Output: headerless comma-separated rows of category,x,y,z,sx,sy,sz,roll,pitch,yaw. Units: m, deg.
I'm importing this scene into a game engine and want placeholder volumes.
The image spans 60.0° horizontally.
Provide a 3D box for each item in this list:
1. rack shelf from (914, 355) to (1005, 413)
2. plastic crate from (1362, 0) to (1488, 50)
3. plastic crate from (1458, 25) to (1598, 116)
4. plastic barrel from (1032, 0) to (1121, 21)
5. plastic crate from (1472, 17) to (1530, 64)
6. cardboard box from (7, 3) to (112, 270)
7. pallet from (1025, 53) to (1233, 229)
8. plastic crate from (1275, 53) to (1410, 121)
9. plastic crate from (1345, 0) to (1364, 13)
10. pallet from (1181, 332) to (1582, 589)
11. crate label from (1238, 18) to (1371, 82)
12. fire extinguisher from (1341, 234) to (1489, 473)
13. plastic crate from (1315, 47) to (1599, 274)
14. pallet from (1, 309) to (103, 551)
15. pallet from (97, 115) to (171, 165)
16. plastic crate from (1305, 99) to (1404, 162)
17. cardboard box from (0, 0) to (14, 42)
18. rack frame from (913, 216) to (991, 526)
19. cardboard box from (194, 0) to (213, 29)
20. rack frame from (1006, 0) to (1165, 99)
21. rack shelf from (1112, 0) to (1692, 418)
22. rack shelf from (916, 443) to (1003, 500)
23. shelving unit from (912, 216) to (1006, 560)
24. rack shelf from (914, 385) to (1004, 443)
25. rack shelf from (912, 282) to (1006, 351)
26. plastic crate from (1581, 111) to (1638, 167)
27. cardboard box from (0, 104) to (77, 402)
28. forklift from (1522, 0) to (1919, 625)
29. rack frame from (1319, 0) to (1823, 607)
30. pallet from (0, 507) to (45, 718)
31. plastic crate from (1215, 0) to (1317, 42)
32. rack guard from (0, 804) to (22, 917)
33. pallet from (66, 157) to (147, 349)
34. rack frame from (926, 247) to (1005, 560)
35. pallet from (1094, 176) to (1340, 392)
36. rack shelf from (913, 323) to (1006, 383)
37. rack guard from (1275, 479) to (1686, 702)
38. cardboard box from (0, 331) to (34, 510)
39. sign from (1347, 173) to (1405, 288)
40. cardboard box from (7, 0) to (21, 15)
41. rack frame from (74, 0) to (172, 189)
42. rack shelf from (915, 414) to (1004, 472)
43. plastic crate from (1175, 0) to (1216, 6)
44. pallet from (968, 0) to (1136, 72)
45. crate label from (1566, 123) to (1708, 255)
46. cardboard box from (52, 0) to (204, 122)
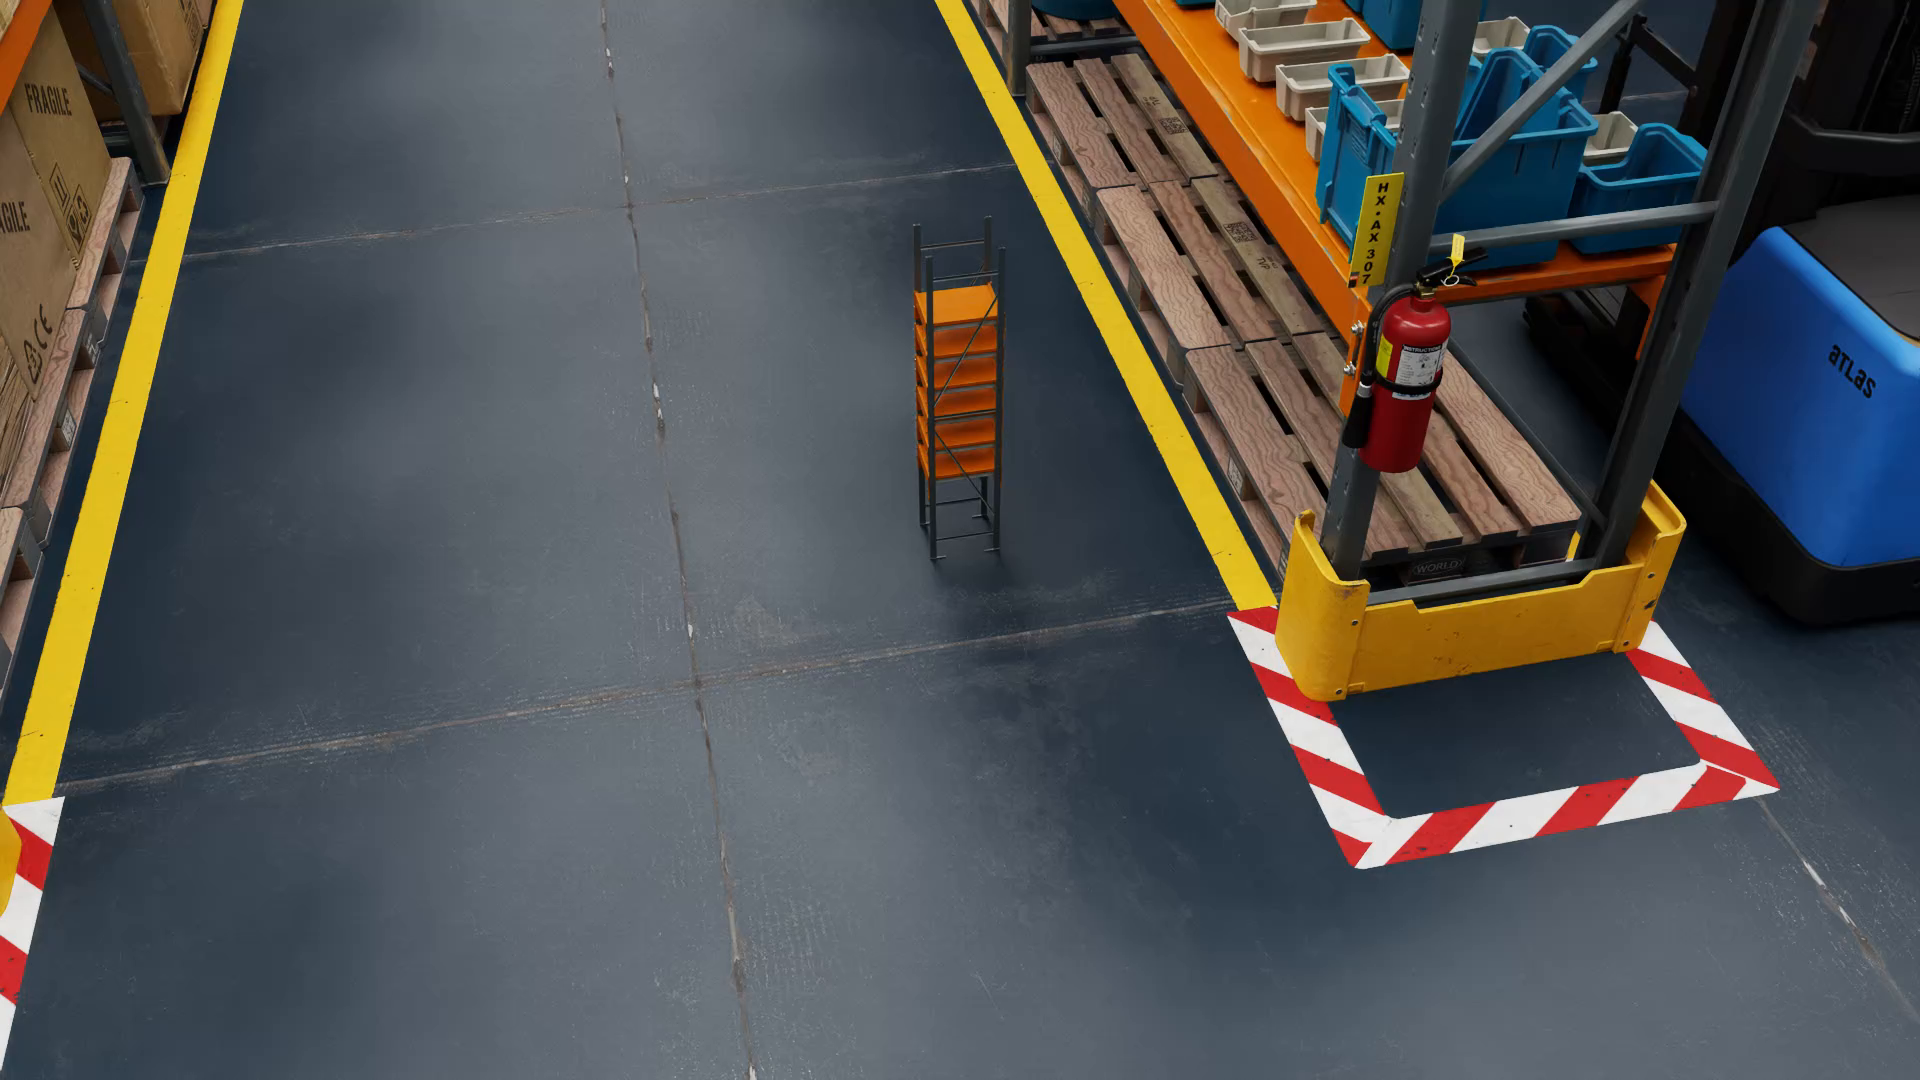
rack shelf,-0.003,-0.515,5.312,0.258,0.103,0.180,-8,42,-9
plastic crate,1.580,-1.837,5.641,0.416,0.233,0.300,-8,42,-9
plastic crate,1.723,-1.411,5.161,0.416,0.233,0.300,-8,42,-9
plastic barrel,0.632,-3.137,8.289,0.600,0.901,0.708,-8,42,-9
plastic crate,1.730,-1.607,5.455,0.250,0.136,0.298,-8,42,-9
cardboard box,-4.039,-1.623,6.603,0.875,0.875,0.875,-8,42,-9
pallet,0.930,-1.896,7.727,1.003,0.211,1.213,-8,42,-9
plastic crate,1.195,-1.433,5.259,0.396,0.136,0.243,-8,42,-9
plastic crate,1.516,-2.032,5.861,0.416,0.233,0.300,-8,42,-9
pallet,1.456,-0.314,5.945,1.003,0.211,1.213,-8,42,-9
crate label,1.111,-1.610,5.458,0.396,0.136,0.243,-8,42,-9
fire extinguisher,1.185,-0.486,4.377,0.296,0.674,0.183,-8,42,-9
plastic crate,1.342,-1.043,4.594,0.616,0.435,0.499,-8,42,-9
pallet,-3.749,-0.361,5.997,1.003,0.211,1.213,-8,42,-9
pallet,-4.343,-2.147,8.009,1.003,0.211,1.213,-8,42,-9
plastic crate,1.244,-1.243,5.045,0.396,0.136,0.243,-8,42,-9
cardboard box,-3.495,-1.788,5.694,0.380,0.149,0.250,-8,42,-8
rack frame,-0.023,-0.517,5.429,0.240,1.200,0.006,-8,42,-9
cardboard box,-4.454,-3.054,8.215,1.225,0.875,0.875,-10,43,-11
rack frame,0.733,-3.410,7.332,1.000,3.000,0.127,-8,42,-9
rack shelf,1.165,-1.844,6.110,1.077,0.370,4.000,-8,42,-9
rack shelf,-0.003,-0.245,5.551,0.258,0.103,0.180,-8,42,-9
shelving unit,-0.003,-0.458,5.362,0.258,1.200,0.189,-8,42,-9
rack shelf,-0.003,-0.425,5.392,0.258,0.103,0.180,-8,42,-9
rack shelf,-0.003,-0.694,5.153,0.258,0.103,0.180,-8,42,-9
plastic crate,1.876,-1.168,4.959,0.250,0.136,0.298,-8,42,-9
cardboard box,-3.844,-1.040,5.946,0.875,0.875,0.875,-8,42,-9
forklift,2.886,-1.812,5.583,1.130,2.935,3.031,-8,42,-9
rack frame,1.597,-0.817,4.411,1.000,3.000,0.127,-8,42,-9
pallet,-3.489,0.429,5.108,1.003,0.211,1.213,-8,42,-9
plastic crate,1.029,-1.800,5.671,0.298,0.136,0.250,-8,42,-9
rack guard,-3.235,0.843,4.424,1.175,0.500,0.348,-8,42,-9
pallet,-4.015,-1.153,6.890,1.003,0.211,1.213,-8,42,-9
rack frame,0.017,-0.399,5.295,0.240,1.200,0.006,-8,42,-9
pallet,1.197,-1.103,6.834,1.003,0.211,1.213,-8,42,-9
rack shelf,-0.003,-0.604,5.232,0.258,0.103,0.180,-8,42,-9
rack guard,1.614,0.132,5.225,1.175,0.500,0.348,-8,42,-9
cardboard box,-3.652,-0.463,5.296,0.875,0.875,0.875,-8,42,-9
sign,1.063,-0.789,4.256,0.100,0.325,0.005,-8,42,-9
cardboard box,-3.551,-1.955,5.883,0.380,0.149,0.250,-8,42,-8
rack frame,-4.103,-2.700,6.532,1.000,3.000,0.127,-8,42,-9
rack shelf,-0.003,-0.335,5.471,0.258,0.103,0.180,-8,42,-9
plastic crate,0.903,-2.071,5.905,0.416,0.233,0.300,-8,42,-9
pallet,0.607,-2.873,8.828,1.003,0.211,1.213,-8,42,-9
crate label,1.865,-0.984,4.680,0.416,0.233,0.303,-8,42,-9
cardboard box,-4.261,-2.475,7.562,1.225,0.875,0.875,-8,42,-9
